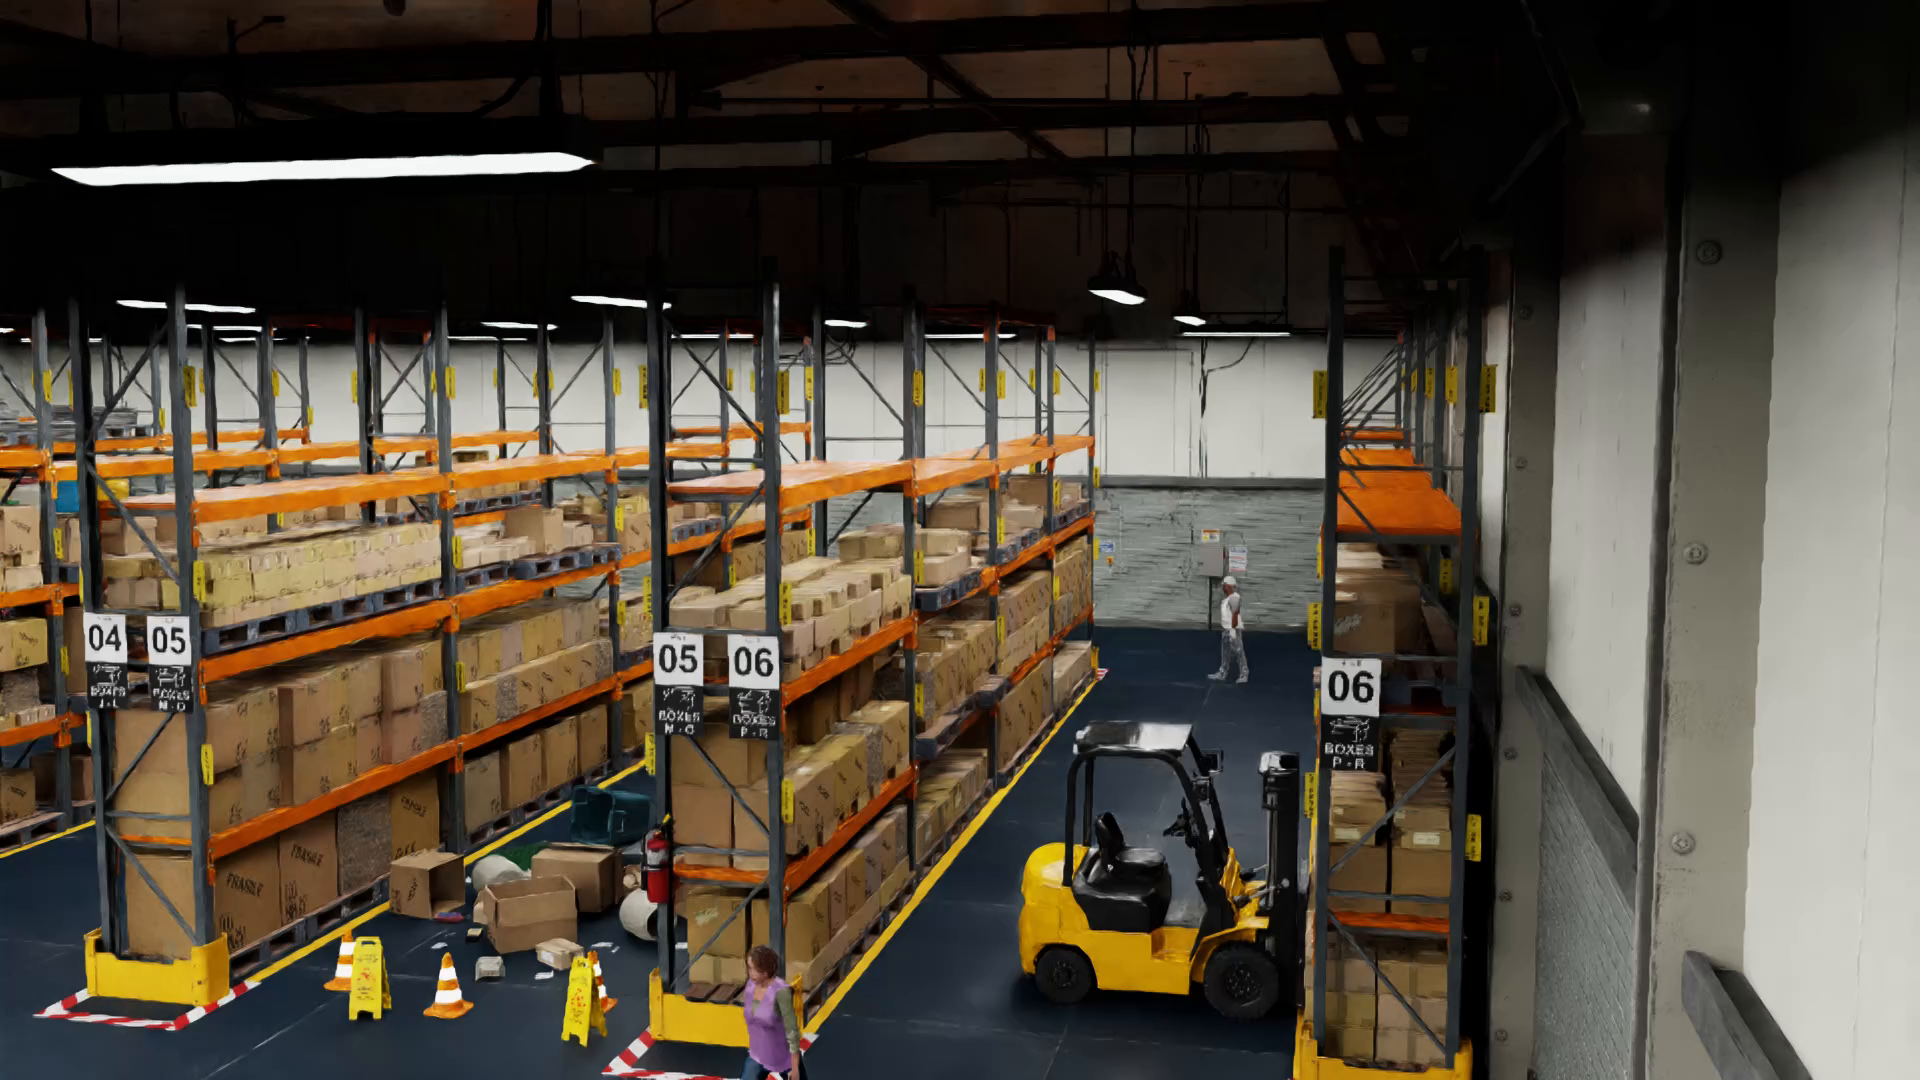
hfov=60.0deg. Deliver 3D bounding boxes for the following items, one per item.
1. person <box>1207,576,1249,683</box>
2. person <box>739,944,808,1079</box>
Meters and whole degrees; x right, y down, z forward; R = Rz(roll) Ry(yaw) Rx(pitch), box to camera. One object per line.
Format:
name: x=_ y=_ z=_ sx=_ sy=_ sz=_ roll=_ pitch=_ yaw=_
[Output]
person: x=4.479 y=1.478 z=27.720 sx=0.630 sy=1.786 sz=0.683 roll=0 pitch=6 yaw=-2
person: x=-1.150 y=3.315 z=10.713 sx=0.461 sy=1.531 sz=0.867 roll=4 pitch=7 yaw=35
